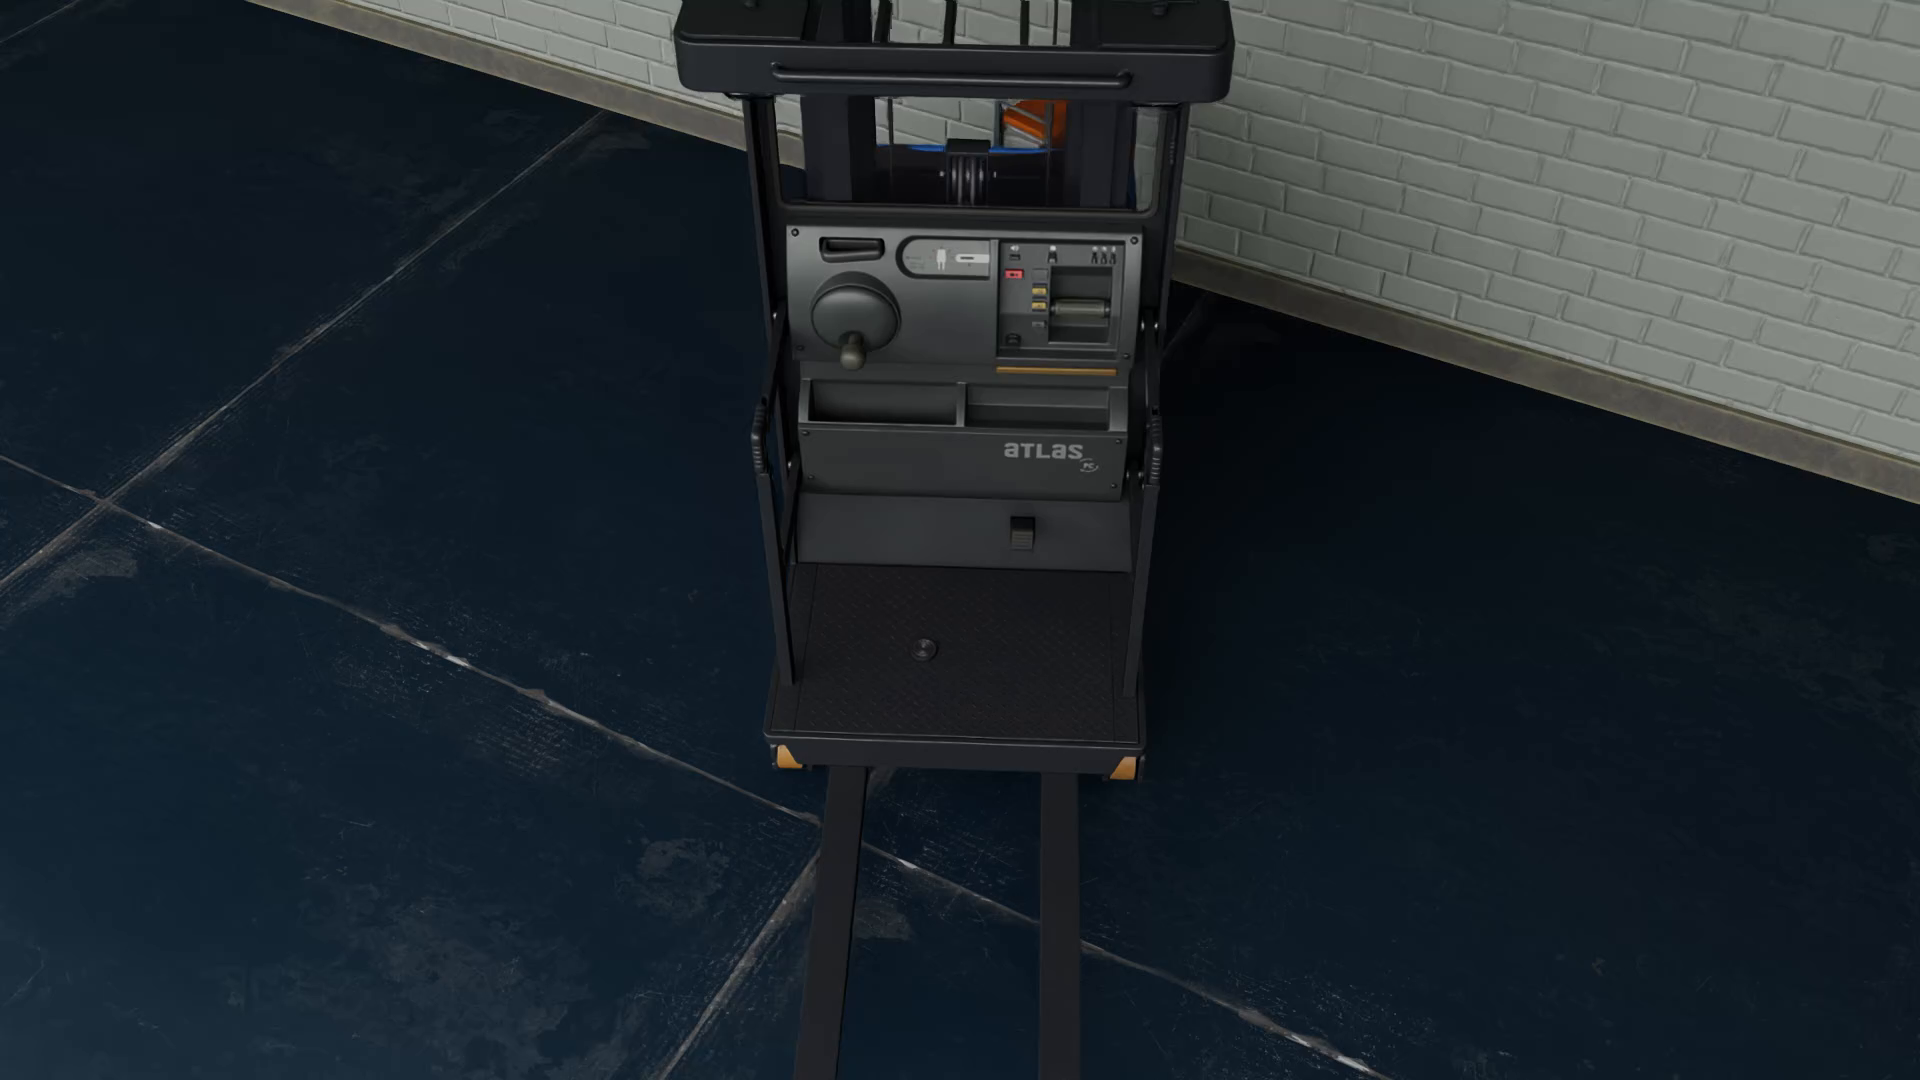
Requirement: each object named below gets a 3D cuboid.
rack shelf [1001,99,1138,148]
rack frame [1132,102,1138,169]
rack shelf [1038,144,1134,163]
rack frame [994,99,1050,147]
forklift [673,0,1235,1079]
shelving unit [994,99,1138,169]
[{"bbox_3d":[0.376,-1.488,5.825,0.258,0.148,0.480,33,54,28],"label":"rack shelf"},{"bbox_3d":[0.540,-1.341,6.232,0.240,1.200,0.015,33,54,28],"label":"rack frame"},{"bbox_3d":[0.376,-1.322,5.993,0.258,0.148,0.480,33,54,28],"label":"rack shelf"},{"bbox_3d":[0.213,-1.083,5.977,0.240,1.200,0.015,33,54,28],"label":"rack frame"},{"bbox_3d":[0.003,-0.546,4.229,1.130,2.935,3.031,2,45,2],"label":"forklift"},{"bbox_3d":[0.376,-1.212,6.105,0.258,1.200,0.503,33,54,28],"label":"shelving unit"}]
